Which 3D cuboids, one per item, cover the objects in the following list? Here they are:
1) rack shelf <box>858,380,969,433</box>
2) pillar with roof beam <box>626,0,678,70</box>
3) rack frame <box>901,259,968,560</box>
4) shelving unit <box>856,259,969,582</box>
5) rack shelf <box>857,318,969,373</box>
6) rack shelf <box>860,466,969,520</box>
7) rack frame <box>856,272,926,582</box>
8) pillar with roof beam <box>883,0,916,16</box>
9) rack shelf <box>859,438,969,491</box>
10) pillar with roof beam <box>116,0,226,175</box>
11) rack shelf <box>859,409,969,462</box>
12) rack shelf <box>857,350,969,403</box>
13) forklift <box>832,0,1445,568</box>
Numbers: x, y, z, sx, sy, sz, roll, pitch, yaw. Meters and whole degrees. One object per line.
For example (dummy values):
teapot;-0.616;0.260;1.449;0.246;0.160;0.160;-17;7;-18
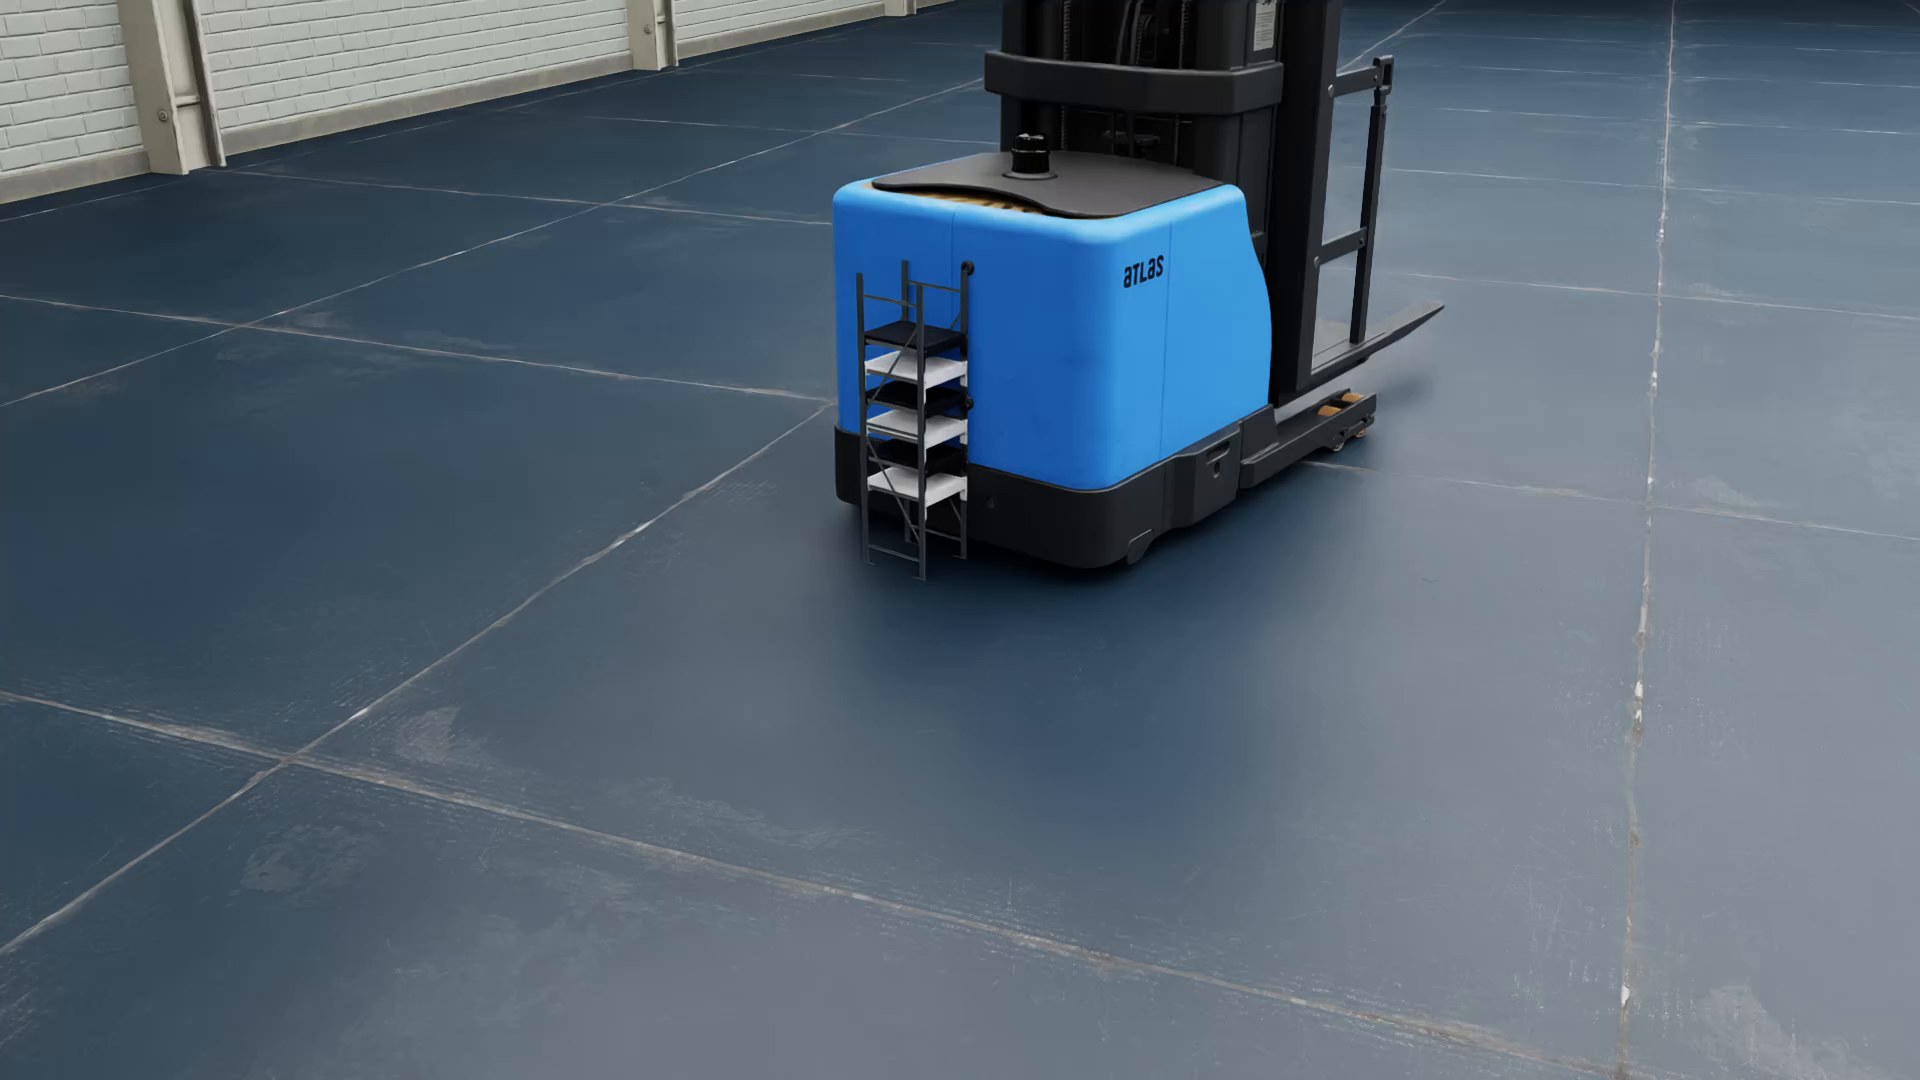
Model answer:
rack shelf;-0.137;-0.402;4.898;0.258;0.077;0.200;16;28;34
pillar with roof beam;0.982;-8.206;13.221;9.100;9.000;0.400;9;24;20
rack frame;-0.076;-0.381;4.995;0.240;0.900;0.006;16;28;34
shelving unit;-0.137;-0.350;4.920;0.258;0.900;0.210;16;28;34
rack shelf;-0.137;-0.568;4.829;0.258;0.077;0.200;16;28;34
rack shelf;-0.137;-0.153;5.002;0.258;0.077;0.200;16;28;34
rack frame;-0.199;-0.319;4.845;0.240;0.900;0.006;16;28;34
pillar with roof beam;3.211;-10.353;18.361;9.100;9.000;0.400;9;24;20
rack shelf;-0.137;-0.236;4.968;0.258;0.077;0.200;16;28;34
pillar with roof beam;-1.247;-6.059;8.080;9.100;9.000;0.400;9;24;20
rack shelf;-0.137;-0.319;4.933;0.258;0.077;0.200;16;28;34
rack shelf;-0.137;-0.485;4.863;0.258;0.077;0.200;16;28;34
forklift;0.888;-1.773;5.691;1.130;2.935;3.031;16;28;34
